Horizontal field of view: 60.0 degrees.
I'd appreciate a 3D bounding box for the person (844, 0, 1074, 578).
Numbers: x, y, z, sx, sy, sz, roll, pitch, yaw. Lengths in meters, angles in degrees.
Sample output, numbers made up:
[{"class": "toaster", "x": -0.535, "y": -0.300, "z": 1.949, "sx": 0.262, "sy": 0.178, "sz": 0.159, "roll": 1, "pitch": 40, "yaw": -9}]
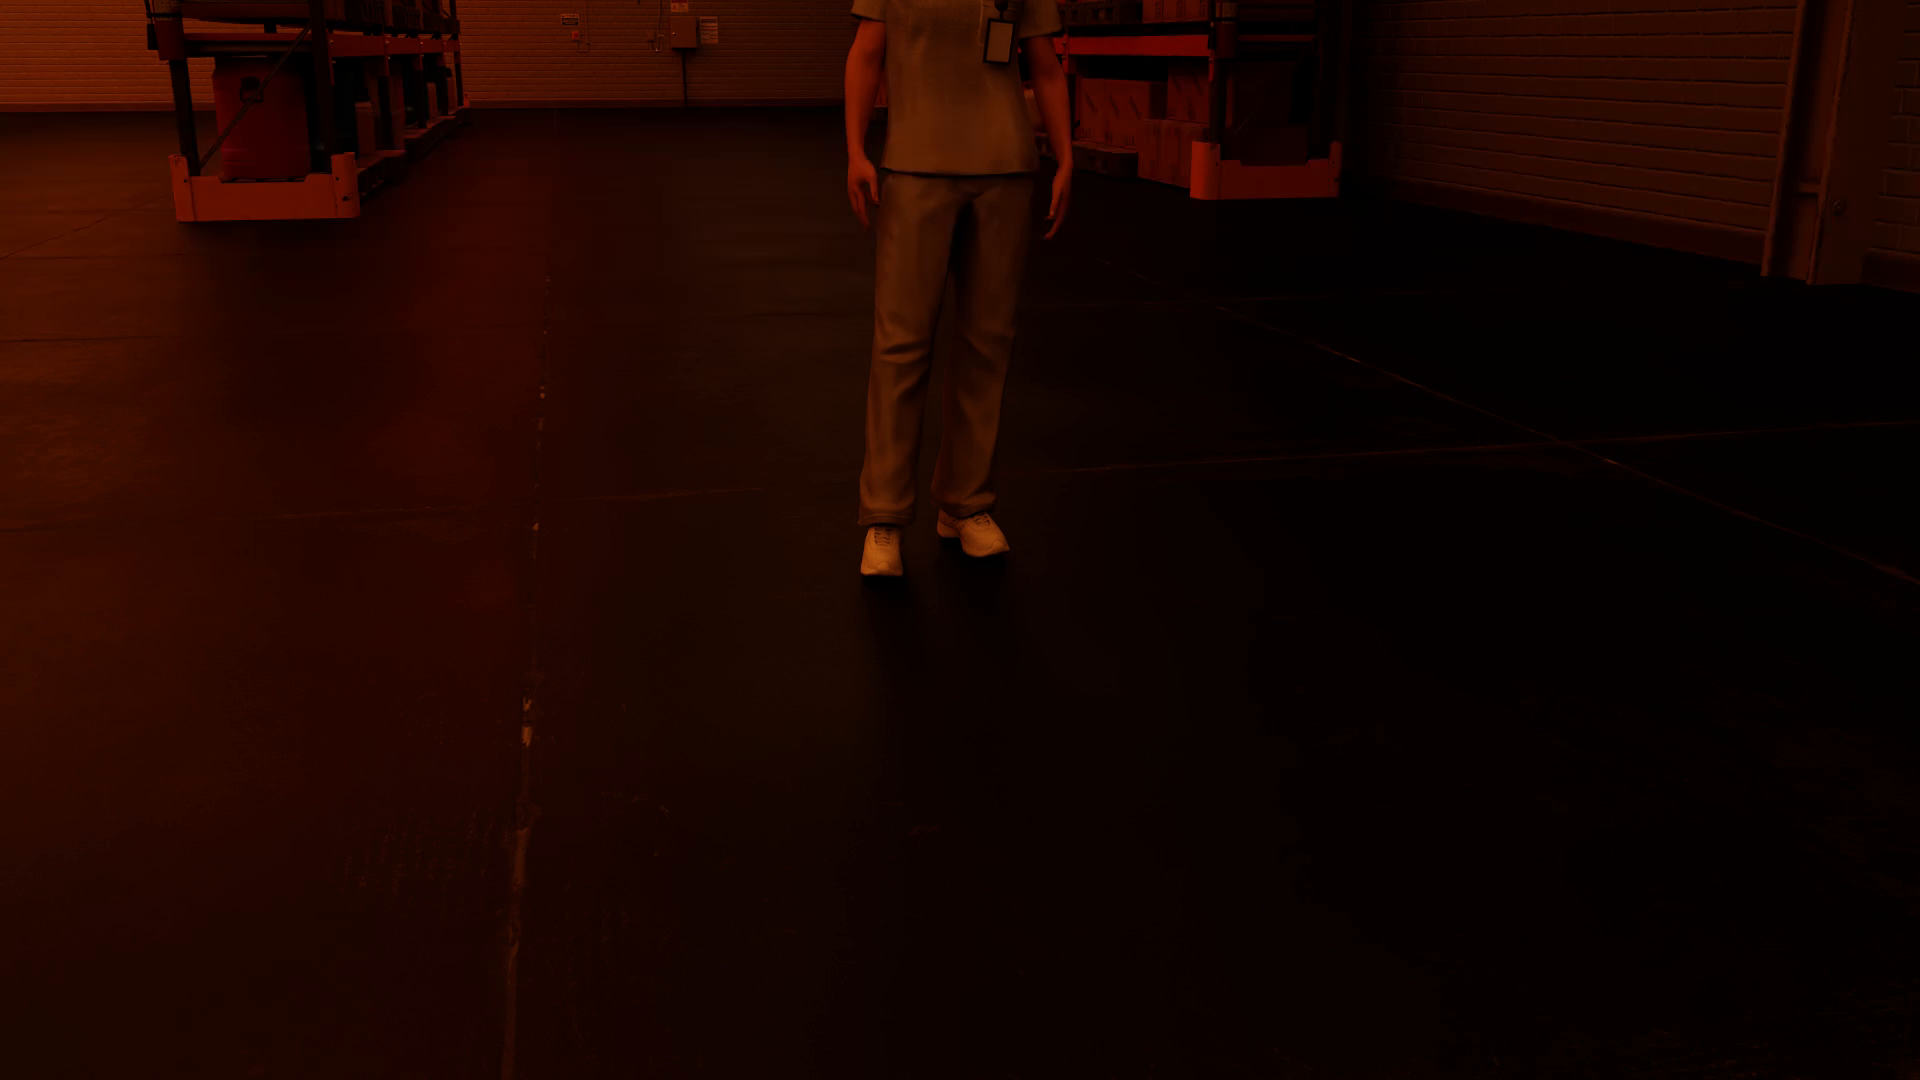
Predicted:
[{"class": "person", "x": 0.003, "y": -0.784, "z": 3.705, "sx": 0.549, "sy": 1.665, "sz": 0.549, "roll": -4, "pitch": 17, "yaw": -12}]
